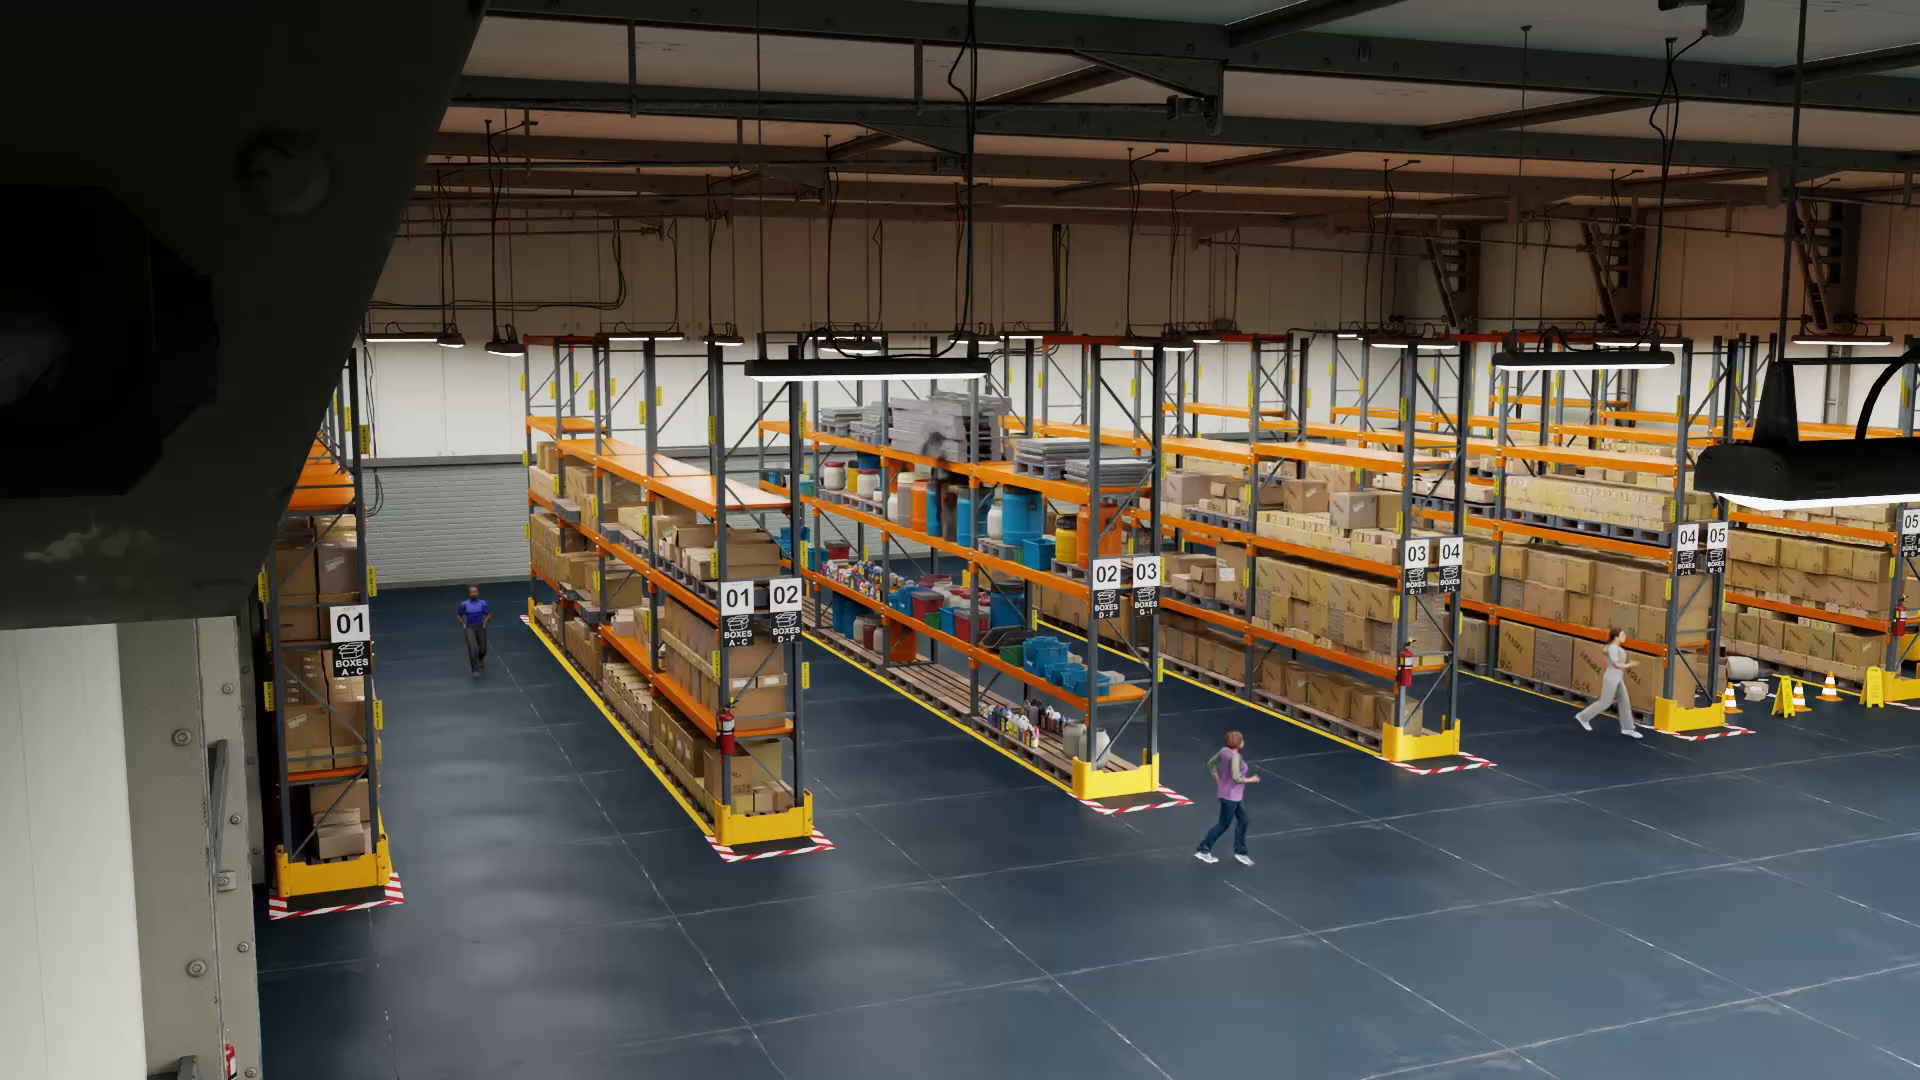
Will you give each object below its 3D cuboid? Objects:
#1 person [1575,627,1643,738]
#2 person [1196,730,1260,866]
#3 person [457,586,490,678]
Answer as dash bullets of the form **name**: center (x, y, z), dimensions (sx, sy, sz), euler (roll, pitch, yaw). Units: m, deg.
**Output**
- **person**: center (9.869, 2.132, 25.192), dimensions (0.969, 1.660, 0.547), euler (4, 9, 29)
- **person**: center (3.095, 3.003, 19.199), dimensions (0.729, 1.639, 0.524), euler (0, 8, 1)
- **person**: center (-8.637, 1.620, 29.570), dimensions (0.576, 1.585, 0.612), euler (-3, 8, -21)
